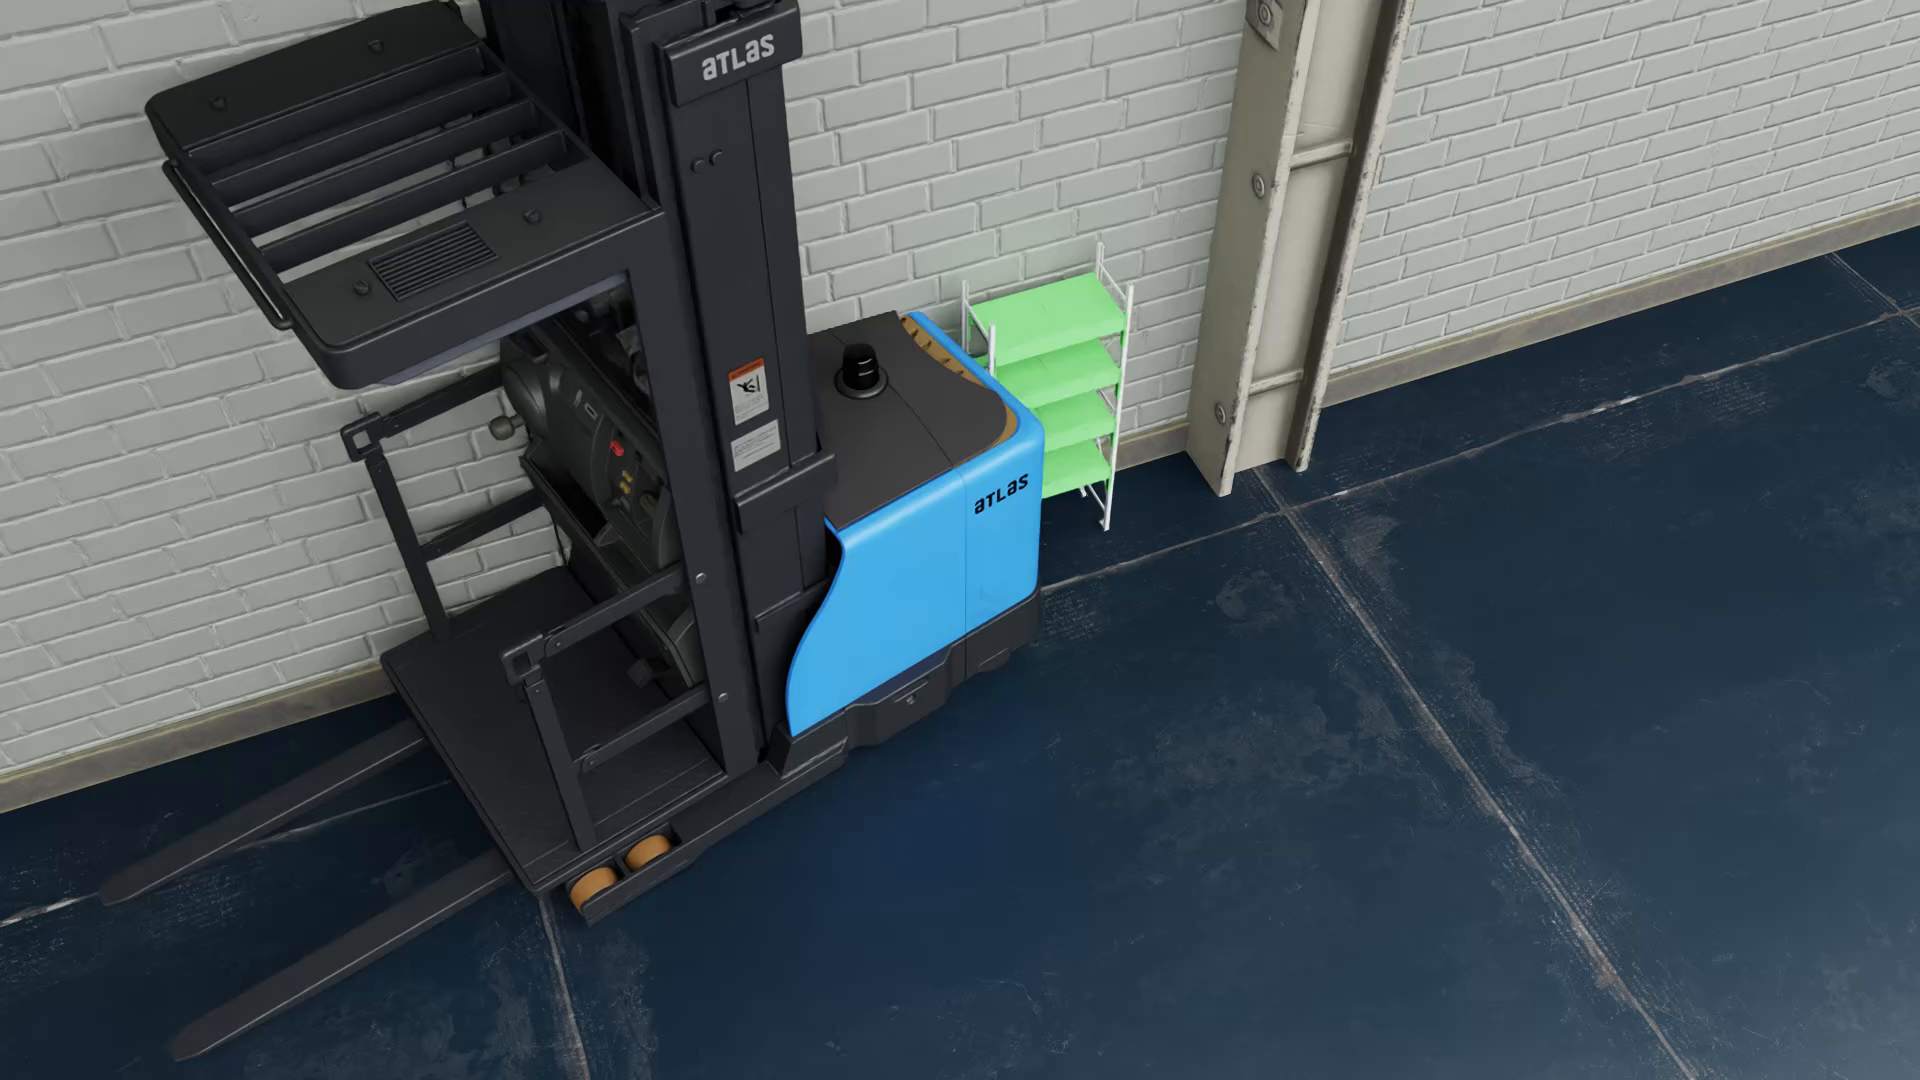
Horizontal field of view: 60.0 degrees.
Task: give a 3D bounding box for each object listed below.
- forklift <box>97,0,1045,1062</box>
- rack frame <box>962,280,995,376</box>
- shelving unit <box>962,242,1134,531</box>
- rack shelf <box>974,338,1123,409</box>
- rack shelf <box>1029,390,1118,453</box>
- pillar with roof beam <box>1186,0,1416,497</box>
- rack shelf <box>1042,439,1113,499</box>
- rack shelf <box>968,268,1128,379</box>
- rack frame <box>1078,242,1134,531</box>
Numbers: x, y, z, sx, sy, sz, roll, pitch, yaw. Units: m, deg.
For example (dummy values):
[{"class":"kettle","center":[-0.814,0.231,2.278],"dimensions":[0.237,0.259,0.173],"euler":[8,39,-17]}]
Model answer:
[{"class":"forklift","center":[-1.204,-0.227,4.513],"dimensions":[3.031,2.935,1.130],"euler":[-30,55,-23]},{"class":"rack frame","center":[0.059,-0.368,5.775],"dimensions":[0.015,1.200,0.240],"euler":[-18,52,-15]},{"class":"shelving unit","center":[0.284,-0.440,5.836],"dimensions":[0.503,1.200,0.258],"euler":[-18,52,-15]},{"class":"rack shelf","center":[0.284,-0.554,5.703],"dimensions":[0.480,0.148,0.258],"euler":[-18,52,-15]},{"class":"rack shelf","center":[0.284,-0.398,5.885],"dimensions":[0.480,0.148,0.258],"euler":[-18,52,-15]},{"class":"pillar with roof beam","center":[2.747,-0.238,0.523],"dimensions":[0.400,9.000,9.100],"euler":[-17,52,-14]},{"class":"rack shelf","center":[0.284,-0.241,6.067],"dimensions":[0.480,0.148,0.258],"euler":[-18,52,-15]},{"class":"rack shelf","center":[0.284,-0.711,5.521],"dimensions":[0.480,0.148,0.258],"euler":[-18,52,-15]},{"class":"rack frame","center":[0.509,-0.511,5.898],"dimensions":[0.015,1.200,0.240],"euler":[-18,52,-15]}]
